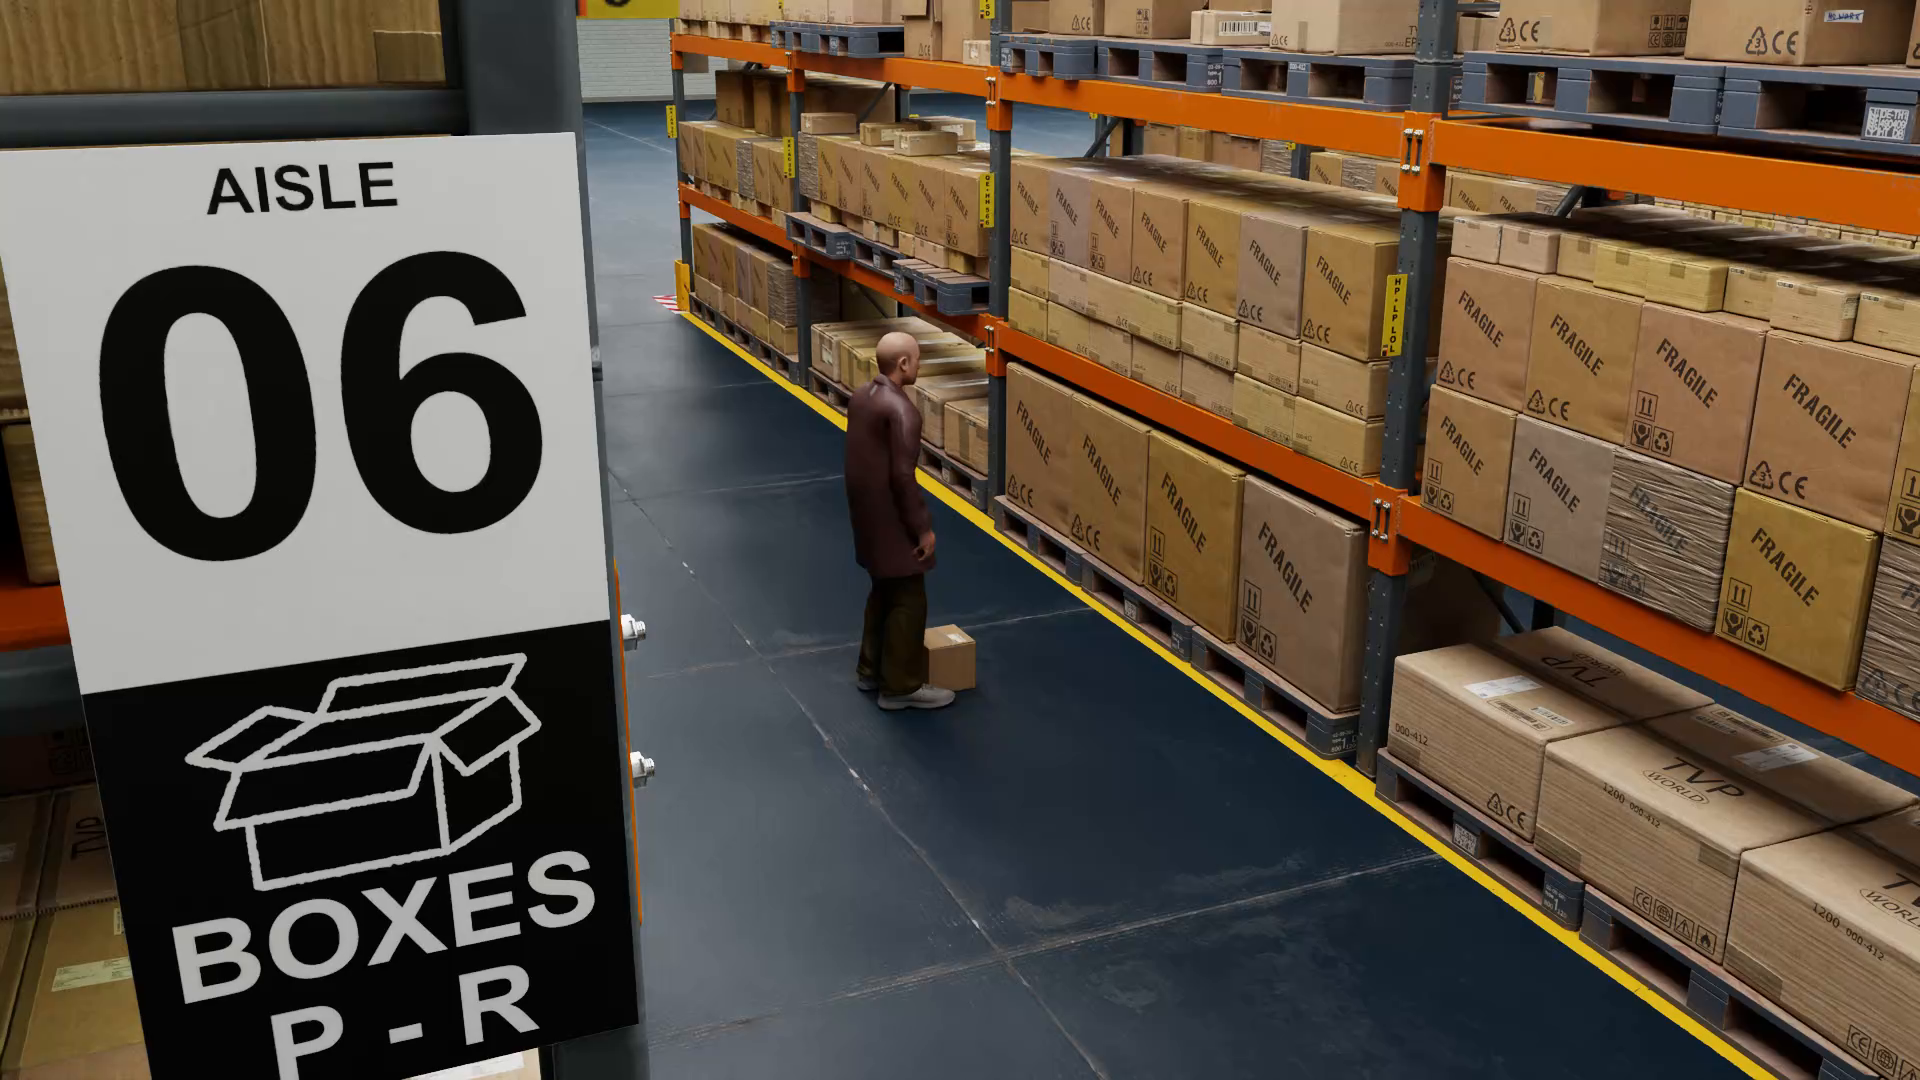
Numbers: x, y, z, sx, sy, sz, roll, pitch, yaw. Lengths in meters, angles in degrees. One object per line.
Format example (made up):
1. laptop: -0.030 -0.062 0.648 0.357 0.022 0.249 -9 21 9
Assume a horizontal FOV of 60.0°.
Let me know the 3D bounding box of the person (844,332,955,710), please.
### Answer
1. person: -0.321 -0.103 7.889 0.418 1.774 0.656 -9 20 -24
